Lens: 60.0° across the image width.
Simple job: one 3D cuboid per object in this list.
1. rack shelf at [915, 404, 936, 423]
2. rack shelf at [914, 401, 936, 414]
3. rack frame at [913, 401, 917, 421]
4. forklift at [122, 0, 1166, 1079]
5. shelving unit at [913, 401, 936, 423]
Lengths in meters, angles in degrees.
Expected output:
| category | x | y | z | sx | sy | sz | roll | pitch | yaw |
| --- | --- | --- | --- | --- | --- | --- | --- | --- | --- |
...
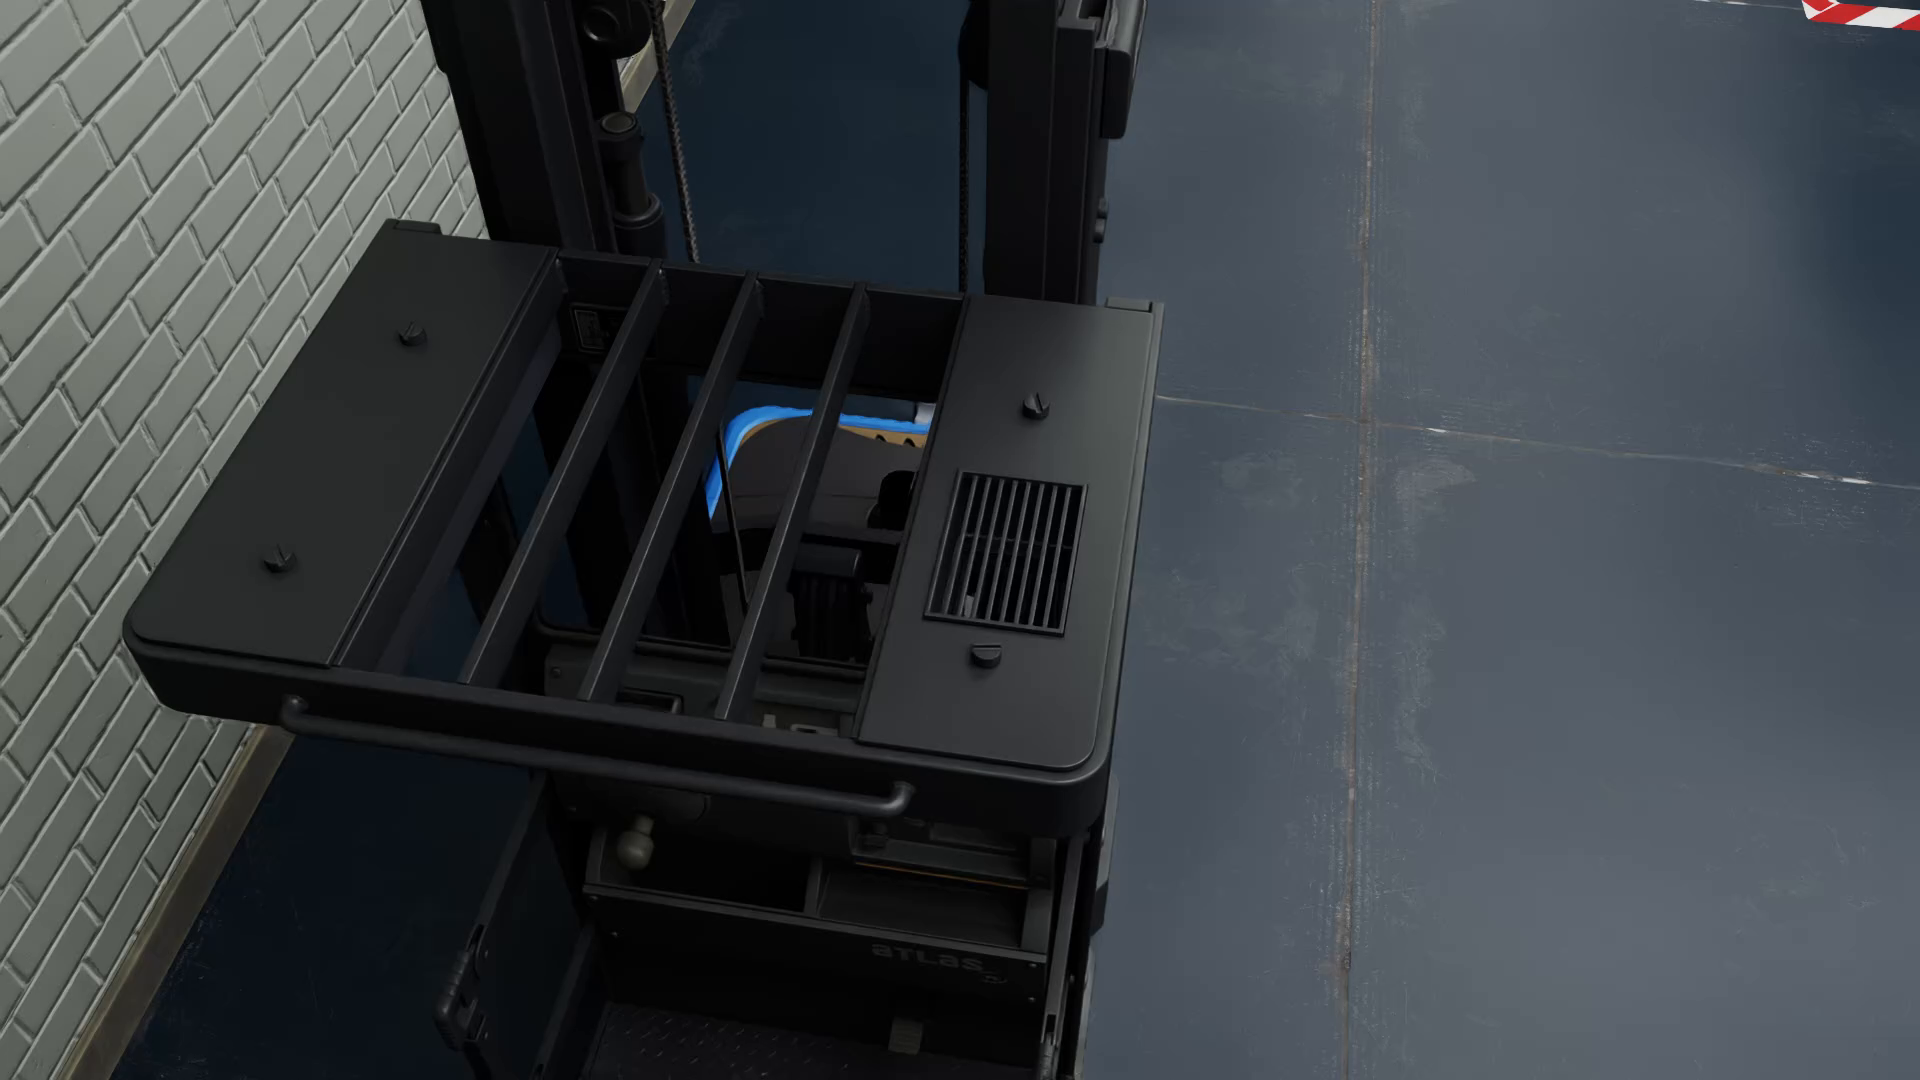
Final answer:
| category | x | y | z | sx | sy | sz | roll | pitch | yaw |
| --- | --- | --- | --- | --- | --- | --- | --- | --- | --- |
| rack shelf | -0.008 | -0.400 | 4.807 | 0.200 | 0.077 | 0.258 | 8 | 49 | 7 |
| rack shelf | -0.008 | -0.460 | 4.740 | 0.200 | 0.077 | 0.258 | 8 | 49 | 7 |
| rack frame | -0.108 | -0.315 | 4.928 | 0.006 | 0.900 | 0.240 | 8 | 49 | 7 |
| forklift | -0.314 | 0.532 | 2.802 | 1.130 | 2.935 | 3.031 | 7 | 48 | 6 |
| shelving unit | -0.008 | -0.302 | 4.916 | 0.210 | 0.900 | 0.258 | 8 | 49 | 7 |
